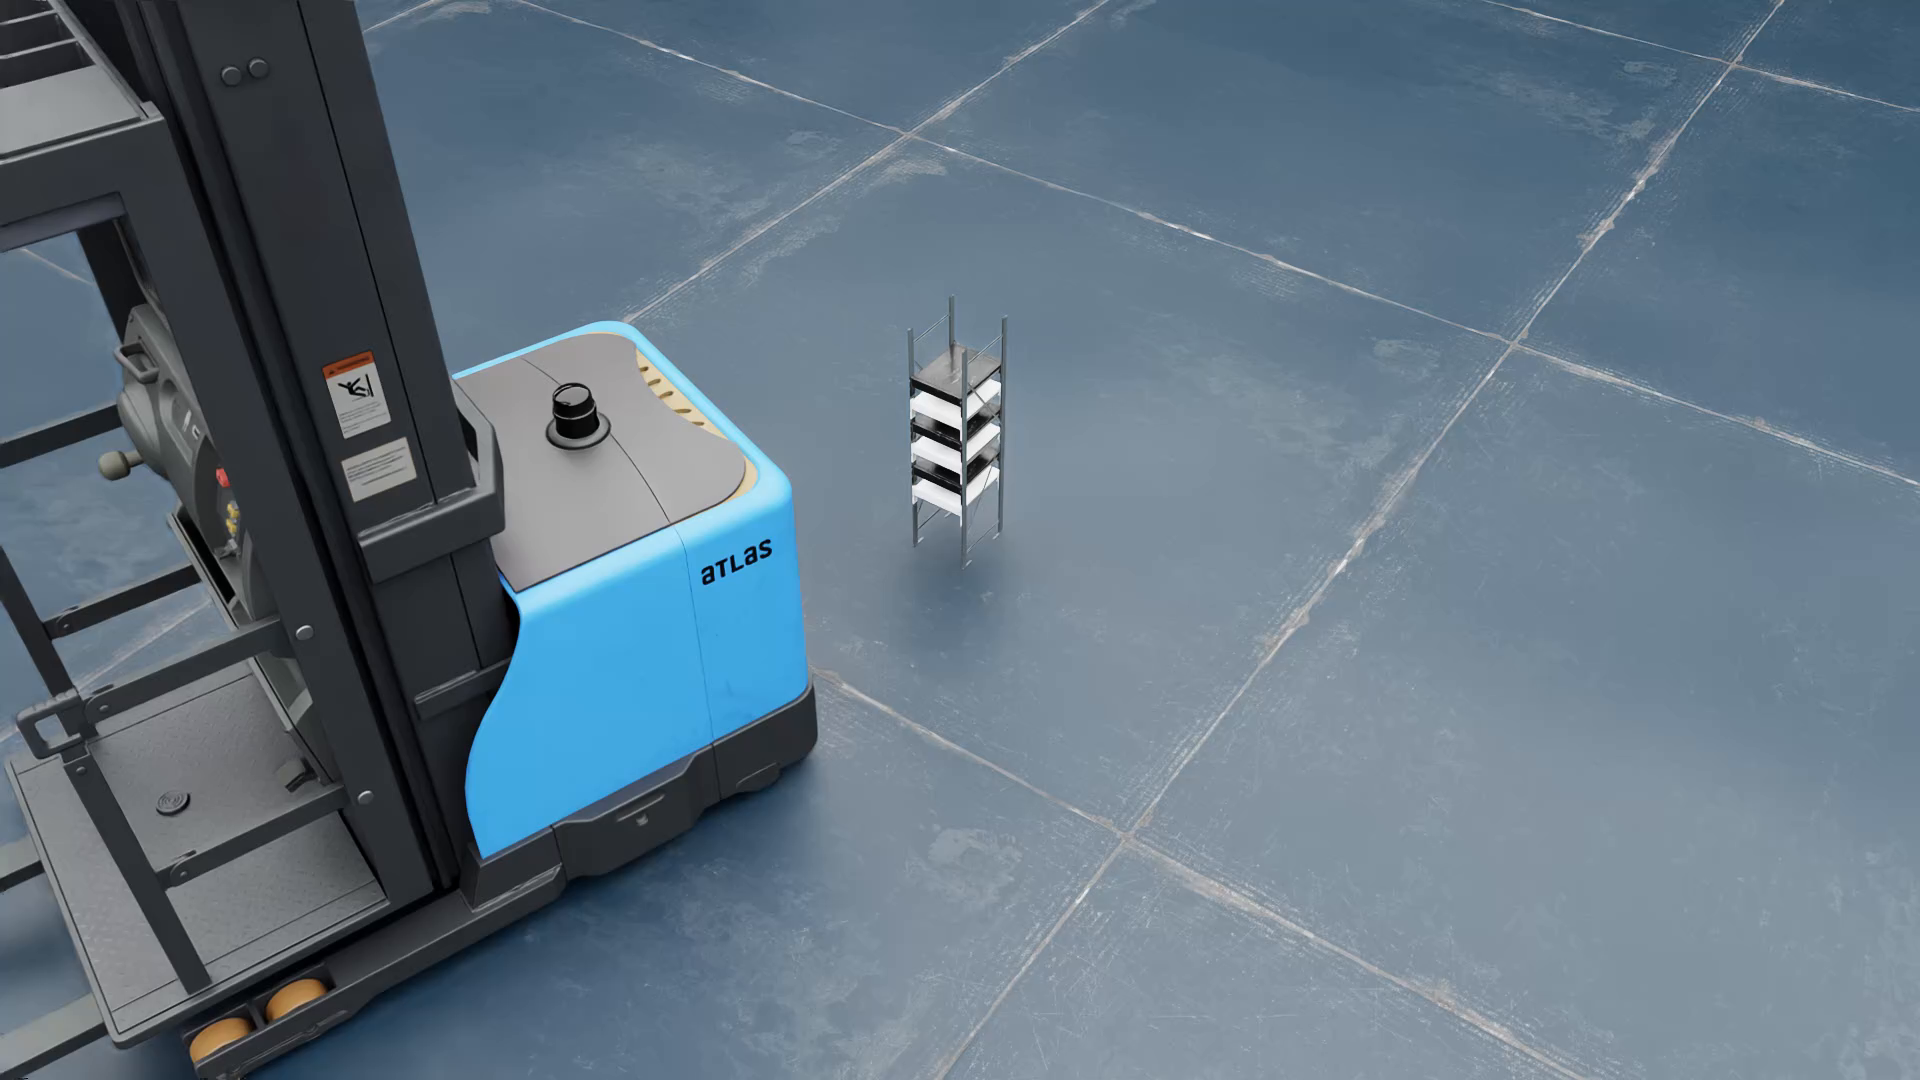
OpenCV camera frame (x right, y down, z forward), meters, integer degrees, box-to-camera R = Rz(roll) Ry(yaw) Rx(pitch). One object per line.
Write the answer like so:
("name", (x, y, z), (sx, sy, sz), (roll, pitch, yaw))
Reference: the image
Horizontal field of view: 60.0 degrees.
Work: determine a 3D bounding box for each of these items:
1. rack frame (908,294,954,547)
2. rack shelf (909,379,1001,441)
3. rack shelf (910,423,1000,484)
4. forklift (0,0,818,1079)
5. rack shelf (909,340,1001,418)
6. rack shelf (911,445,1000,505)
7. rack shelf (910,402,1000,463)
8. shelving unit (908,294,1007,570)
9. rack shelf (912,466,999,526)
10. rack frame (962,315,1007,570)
("rack frame", (-0.090, -0.377, 5.497), (0.006, 0.900, 0.240), (25, 48, 25))
("rack shelf", (-0.007, -0.448, 5.356), (0.200, 0.077, 0.258), (25, 48, 25))
("rack shelf", (-0.007, -0.314, 5.476), (0.200, 0.077, 0.258), (25, 48, 25))
("forklift", (-1.916, -0.122, 3.688), (3.031, 2.935, 1.130), (-26, 48, -26))
("rack shelf", (-0.007, -0.515, 5.296), (0.200, 0.077, 0.258), (25, 48, 25))
("rack shelf", (-0.007, -0.247, 5.536), (0.200, 0.077, 0.258), (25, 48, 25))
("rack shelf", (-0.007, -0.381, 5.416), (0.200, 0.077, 0.258), (25, 48, 25))
("shelving unit", (-0.007, -0.338, 5.453), (0.210, 0.900, 0.258), (25, 48, 25))
("rack shelf", (-0.007, -0.179, 5.596), (0.200, 0.077, 0.258), (25, 48, 25))
("rack frame", (0.077, -0.300, 5.410), (0.006, 0.900, 0.240), (25, 48, 25))
